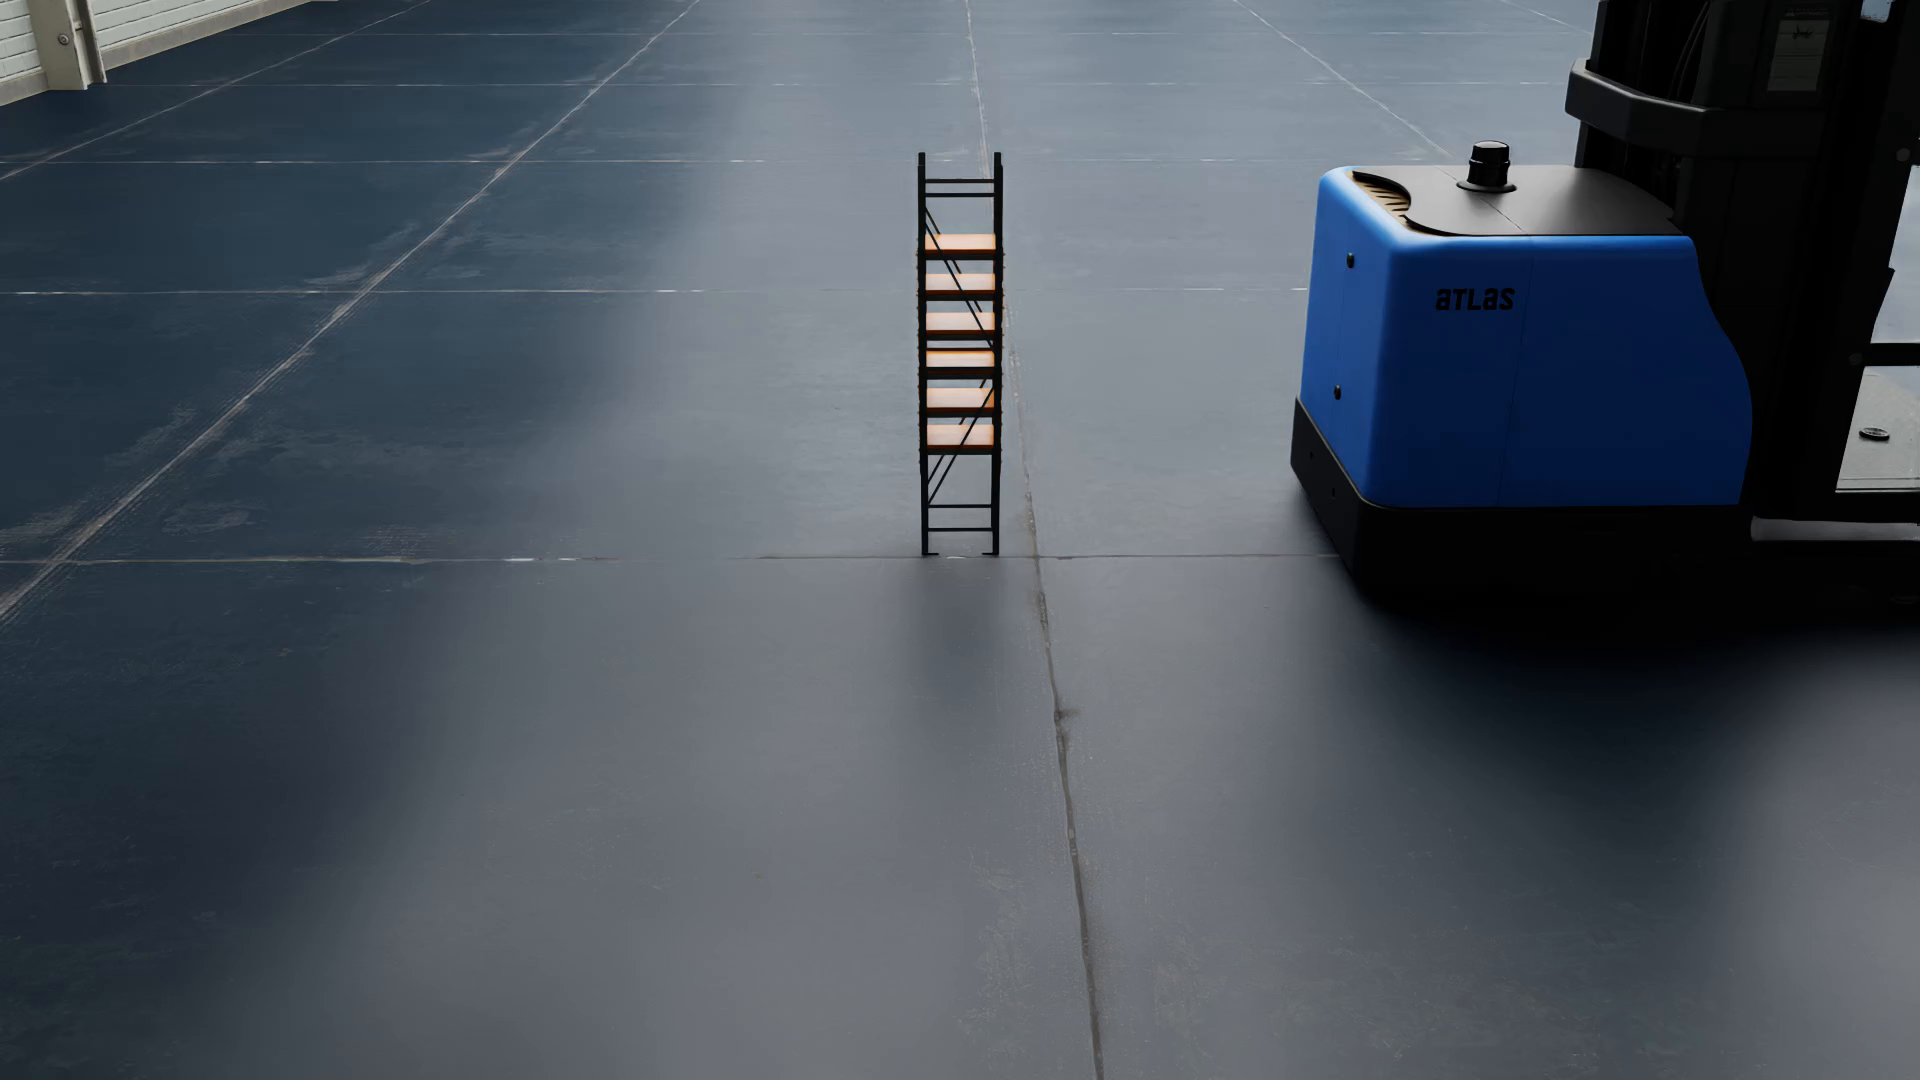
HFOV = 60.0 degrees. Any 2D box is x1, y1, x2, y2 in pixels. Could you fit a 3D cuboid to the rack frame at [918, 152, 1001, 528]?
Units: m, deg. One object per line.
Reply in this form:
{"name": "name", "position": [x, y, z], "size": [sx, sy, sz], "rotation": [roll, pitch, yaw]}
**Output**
{"name": "rack frame", "position": [-0.001, -0.578, 5.073], "size": [0.240, 1.200, 0.006], "rotation": [0, 24, -1]}

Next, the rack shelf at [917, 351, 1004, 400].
{"name": "rack shelf", "position": [0.000, -0.500, 5.008], "size": [0.258, 0.103, 0.180], "rotation": [0, 24, -1]}

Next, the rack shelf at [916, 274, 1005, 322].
{"name": "rack shelf", "position": [0.000, -0.719, 4.909], "size": [0.258, 0.103, 0.180], "rotation": [0, 24, -1]}

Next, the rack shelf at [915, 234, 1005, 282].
{"name": "rack shelf", "position": [0.000, -0.828, 4.860], "size": [0.258, 0.103, 0.180], "rotation": [0, 24, -1]}

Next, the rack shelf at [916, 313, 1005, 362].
{"name": "rack shelf", "position": [0.000, -0.610, 4.958], "size": [0.258, 0.103, 0.180], "rotation": [0, 24, -1]}

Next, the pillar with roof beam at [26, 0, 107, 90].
{"name": "pillar with roof beam", "position": [-2.741, -7.743, 11.451], "size": [9.100, 9.000, 0.400], "rotation": [0, 24, -1]}

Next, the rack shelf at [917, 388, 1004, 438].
{"name": "rack shelf", "position": [0.000, -0.391, 5.057], "size": [0.258, 0.103, 0.180], "rotation": [0, 24, -1]}

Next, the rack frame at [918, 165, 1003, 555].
{"name": "rack frame", "position": [0.001, -0.503, 4.906], "size": [0.240, 1.200, 0.006], "rotation": [0, 24, -1]}

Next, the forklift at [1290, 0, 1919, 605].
{"name": "forklift", "position": [2.646, -1.367, 4.715], "size": [3.031, 2.935, 1.130], "rotation": [-1, 24, -2]}

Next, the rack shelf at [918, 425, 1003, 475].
{"name": "rack shelf", "position": [0.000, -0.282, 5.107], "size": [0.258, 0.103, 0.180], "rotation": [0, 24, -1]}

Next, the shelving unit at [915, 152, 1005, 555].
{"name": "shelving unit", "position": [0.000, -0.541, 4.990], "size": [0.258, 1.200, 0.189], "rotation": [0, 24, -1]}
